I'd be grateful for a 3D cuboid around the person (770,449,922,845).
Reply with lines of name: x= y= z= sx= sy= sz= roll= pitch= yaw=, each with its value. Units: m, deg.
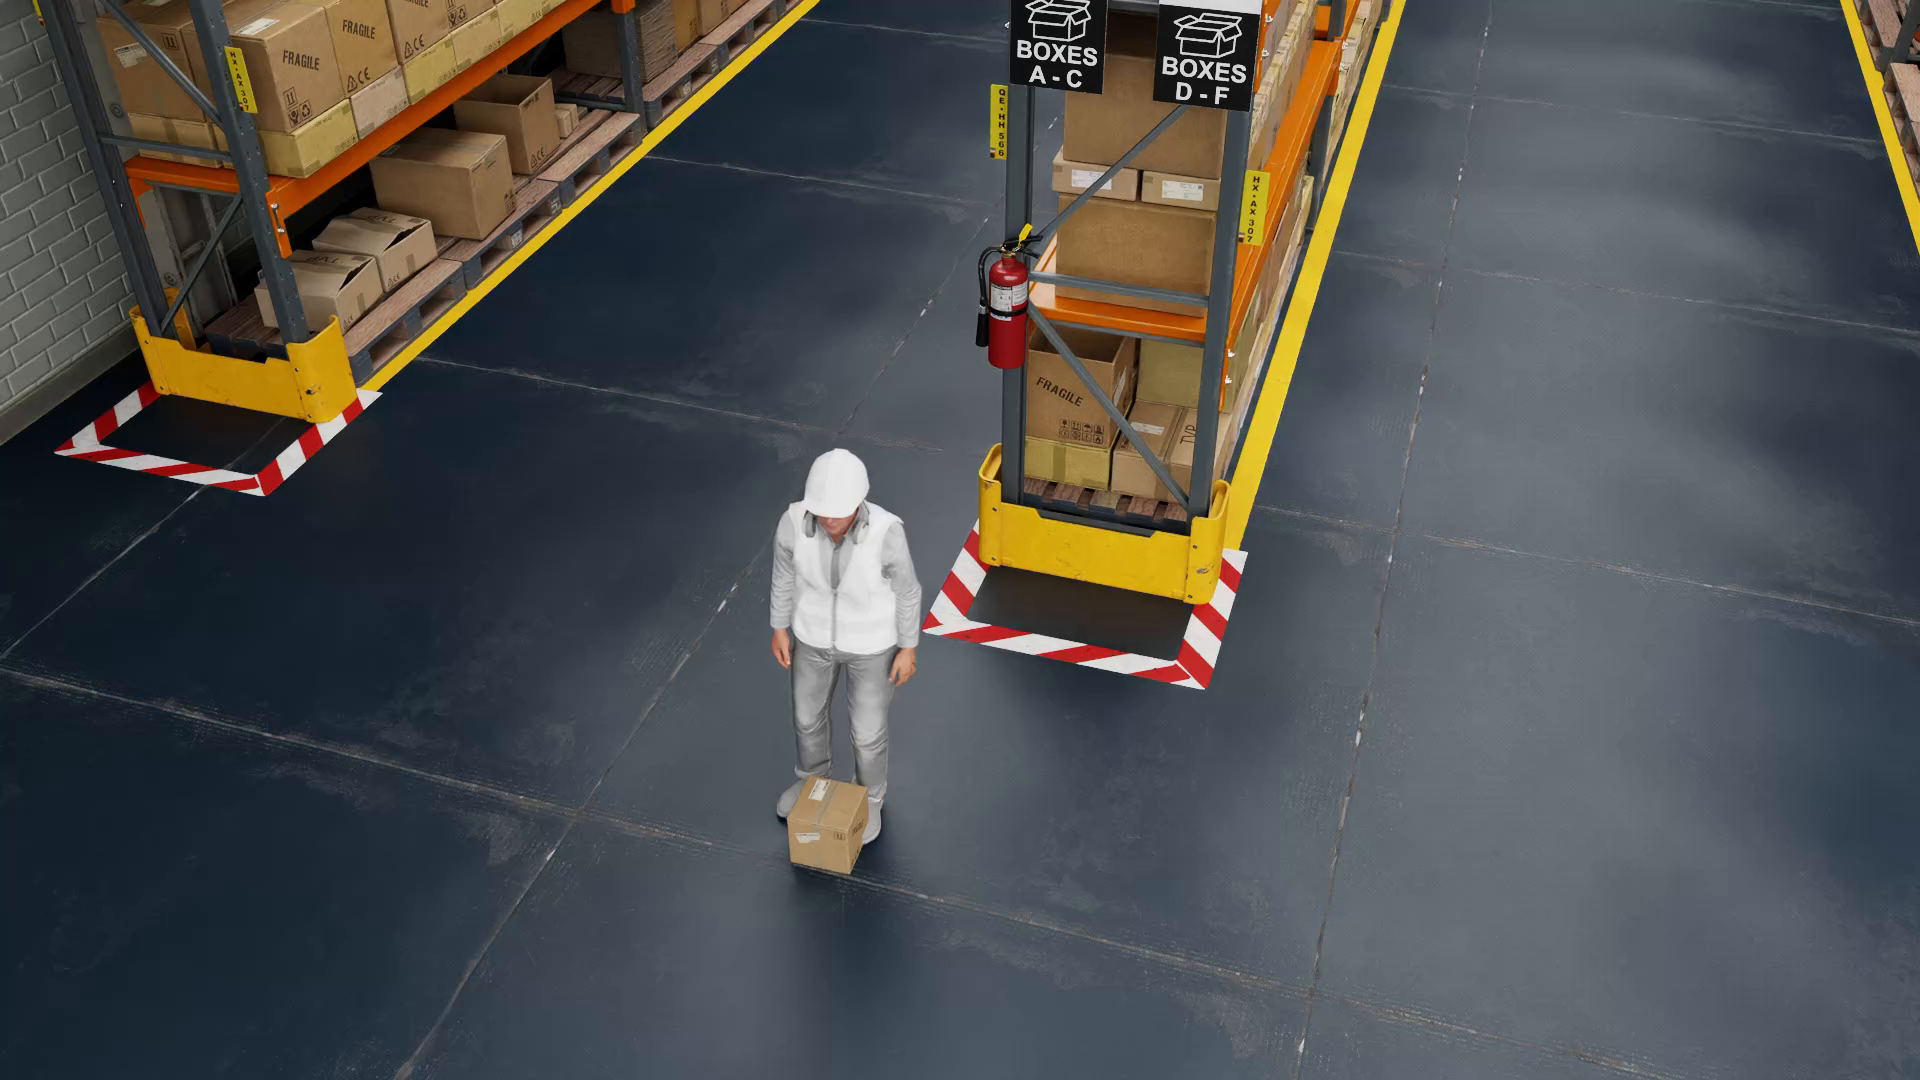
person: x=-0.444 y=0.378 z=6.364 sx=0.593 sy=1.770 sz=0.474 roll=8 pitch=38 yaw=11
